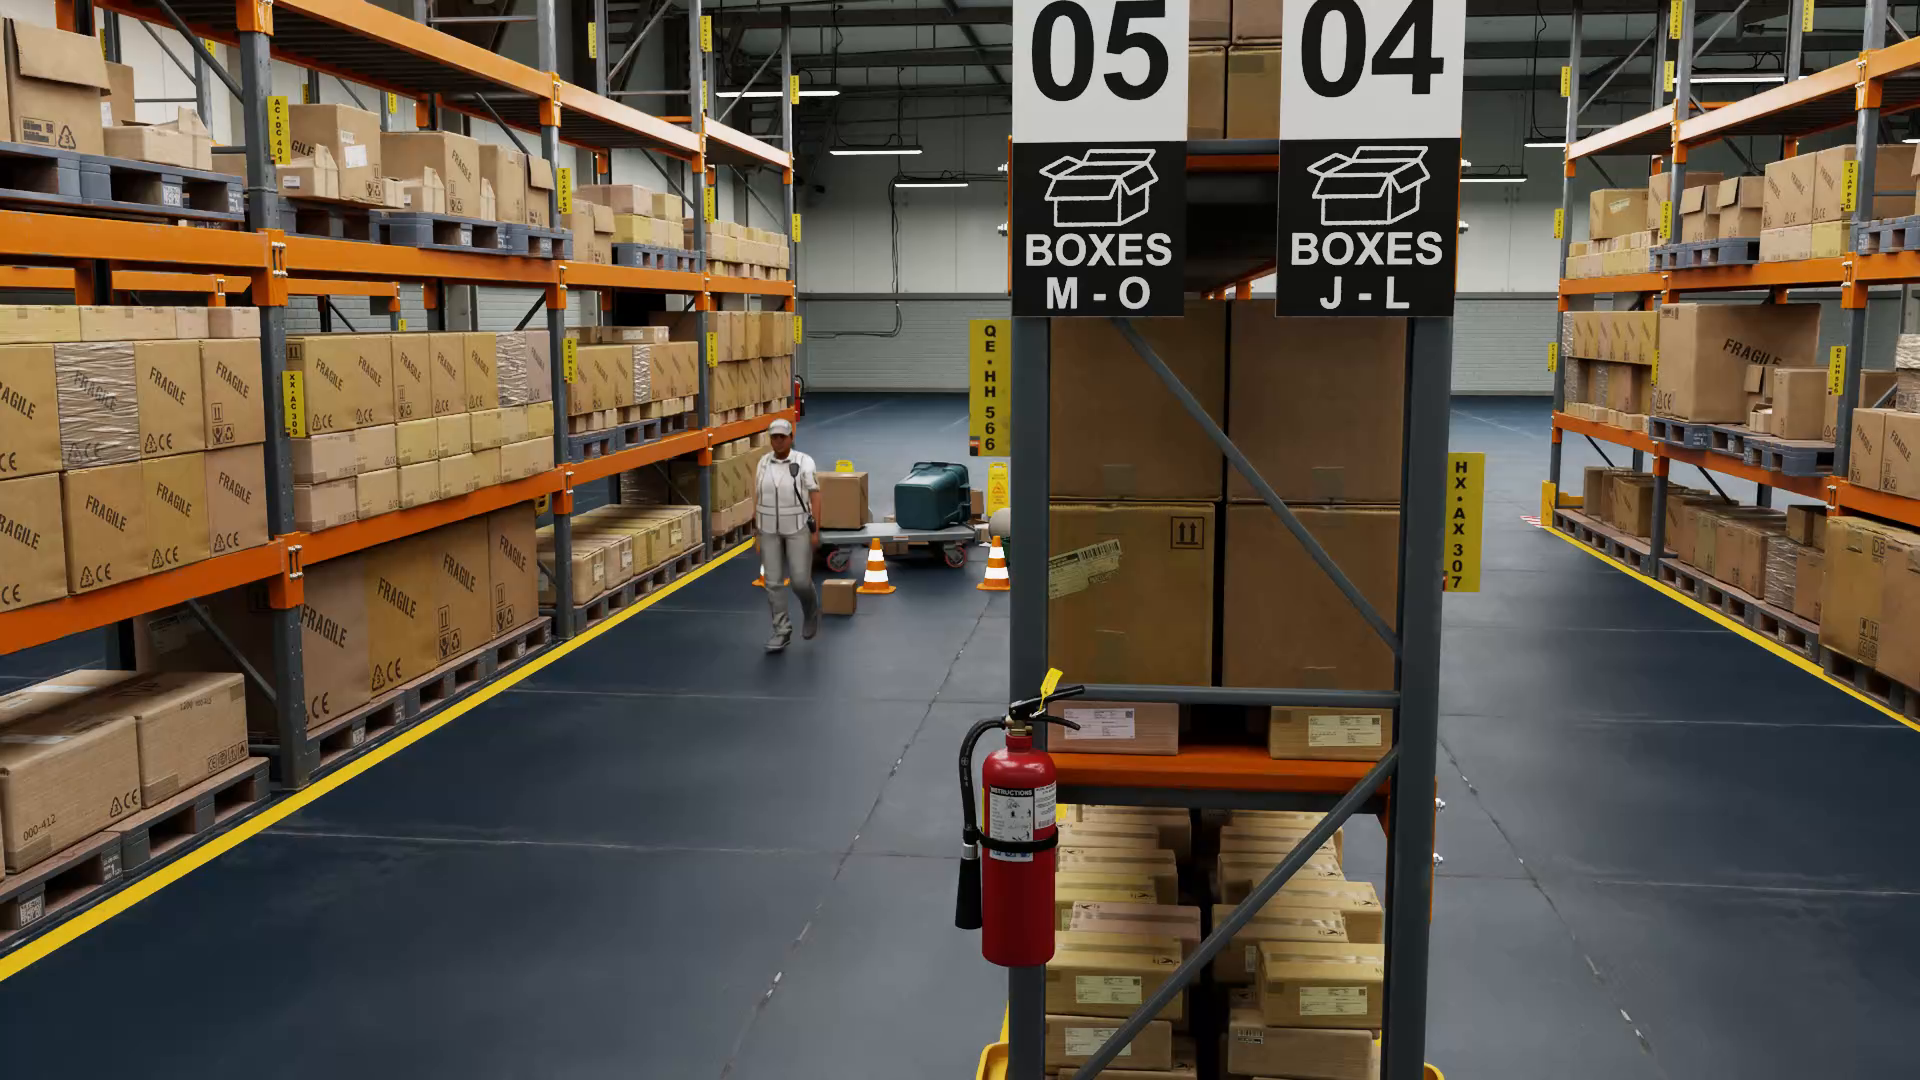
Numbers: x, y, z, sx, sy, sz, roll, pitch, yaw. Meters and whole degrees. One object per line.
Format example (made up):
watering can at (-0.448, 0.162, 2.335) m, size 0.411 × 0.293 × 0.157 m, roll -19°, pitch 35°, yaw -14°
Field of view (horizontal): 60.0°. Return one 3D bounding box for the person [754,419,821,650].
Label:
person at (-1.237, -0.055, 12.028) m, size 0.485 × 1.651 × 0.509 m, roll 2°, pitch 8°, yaw 13°
